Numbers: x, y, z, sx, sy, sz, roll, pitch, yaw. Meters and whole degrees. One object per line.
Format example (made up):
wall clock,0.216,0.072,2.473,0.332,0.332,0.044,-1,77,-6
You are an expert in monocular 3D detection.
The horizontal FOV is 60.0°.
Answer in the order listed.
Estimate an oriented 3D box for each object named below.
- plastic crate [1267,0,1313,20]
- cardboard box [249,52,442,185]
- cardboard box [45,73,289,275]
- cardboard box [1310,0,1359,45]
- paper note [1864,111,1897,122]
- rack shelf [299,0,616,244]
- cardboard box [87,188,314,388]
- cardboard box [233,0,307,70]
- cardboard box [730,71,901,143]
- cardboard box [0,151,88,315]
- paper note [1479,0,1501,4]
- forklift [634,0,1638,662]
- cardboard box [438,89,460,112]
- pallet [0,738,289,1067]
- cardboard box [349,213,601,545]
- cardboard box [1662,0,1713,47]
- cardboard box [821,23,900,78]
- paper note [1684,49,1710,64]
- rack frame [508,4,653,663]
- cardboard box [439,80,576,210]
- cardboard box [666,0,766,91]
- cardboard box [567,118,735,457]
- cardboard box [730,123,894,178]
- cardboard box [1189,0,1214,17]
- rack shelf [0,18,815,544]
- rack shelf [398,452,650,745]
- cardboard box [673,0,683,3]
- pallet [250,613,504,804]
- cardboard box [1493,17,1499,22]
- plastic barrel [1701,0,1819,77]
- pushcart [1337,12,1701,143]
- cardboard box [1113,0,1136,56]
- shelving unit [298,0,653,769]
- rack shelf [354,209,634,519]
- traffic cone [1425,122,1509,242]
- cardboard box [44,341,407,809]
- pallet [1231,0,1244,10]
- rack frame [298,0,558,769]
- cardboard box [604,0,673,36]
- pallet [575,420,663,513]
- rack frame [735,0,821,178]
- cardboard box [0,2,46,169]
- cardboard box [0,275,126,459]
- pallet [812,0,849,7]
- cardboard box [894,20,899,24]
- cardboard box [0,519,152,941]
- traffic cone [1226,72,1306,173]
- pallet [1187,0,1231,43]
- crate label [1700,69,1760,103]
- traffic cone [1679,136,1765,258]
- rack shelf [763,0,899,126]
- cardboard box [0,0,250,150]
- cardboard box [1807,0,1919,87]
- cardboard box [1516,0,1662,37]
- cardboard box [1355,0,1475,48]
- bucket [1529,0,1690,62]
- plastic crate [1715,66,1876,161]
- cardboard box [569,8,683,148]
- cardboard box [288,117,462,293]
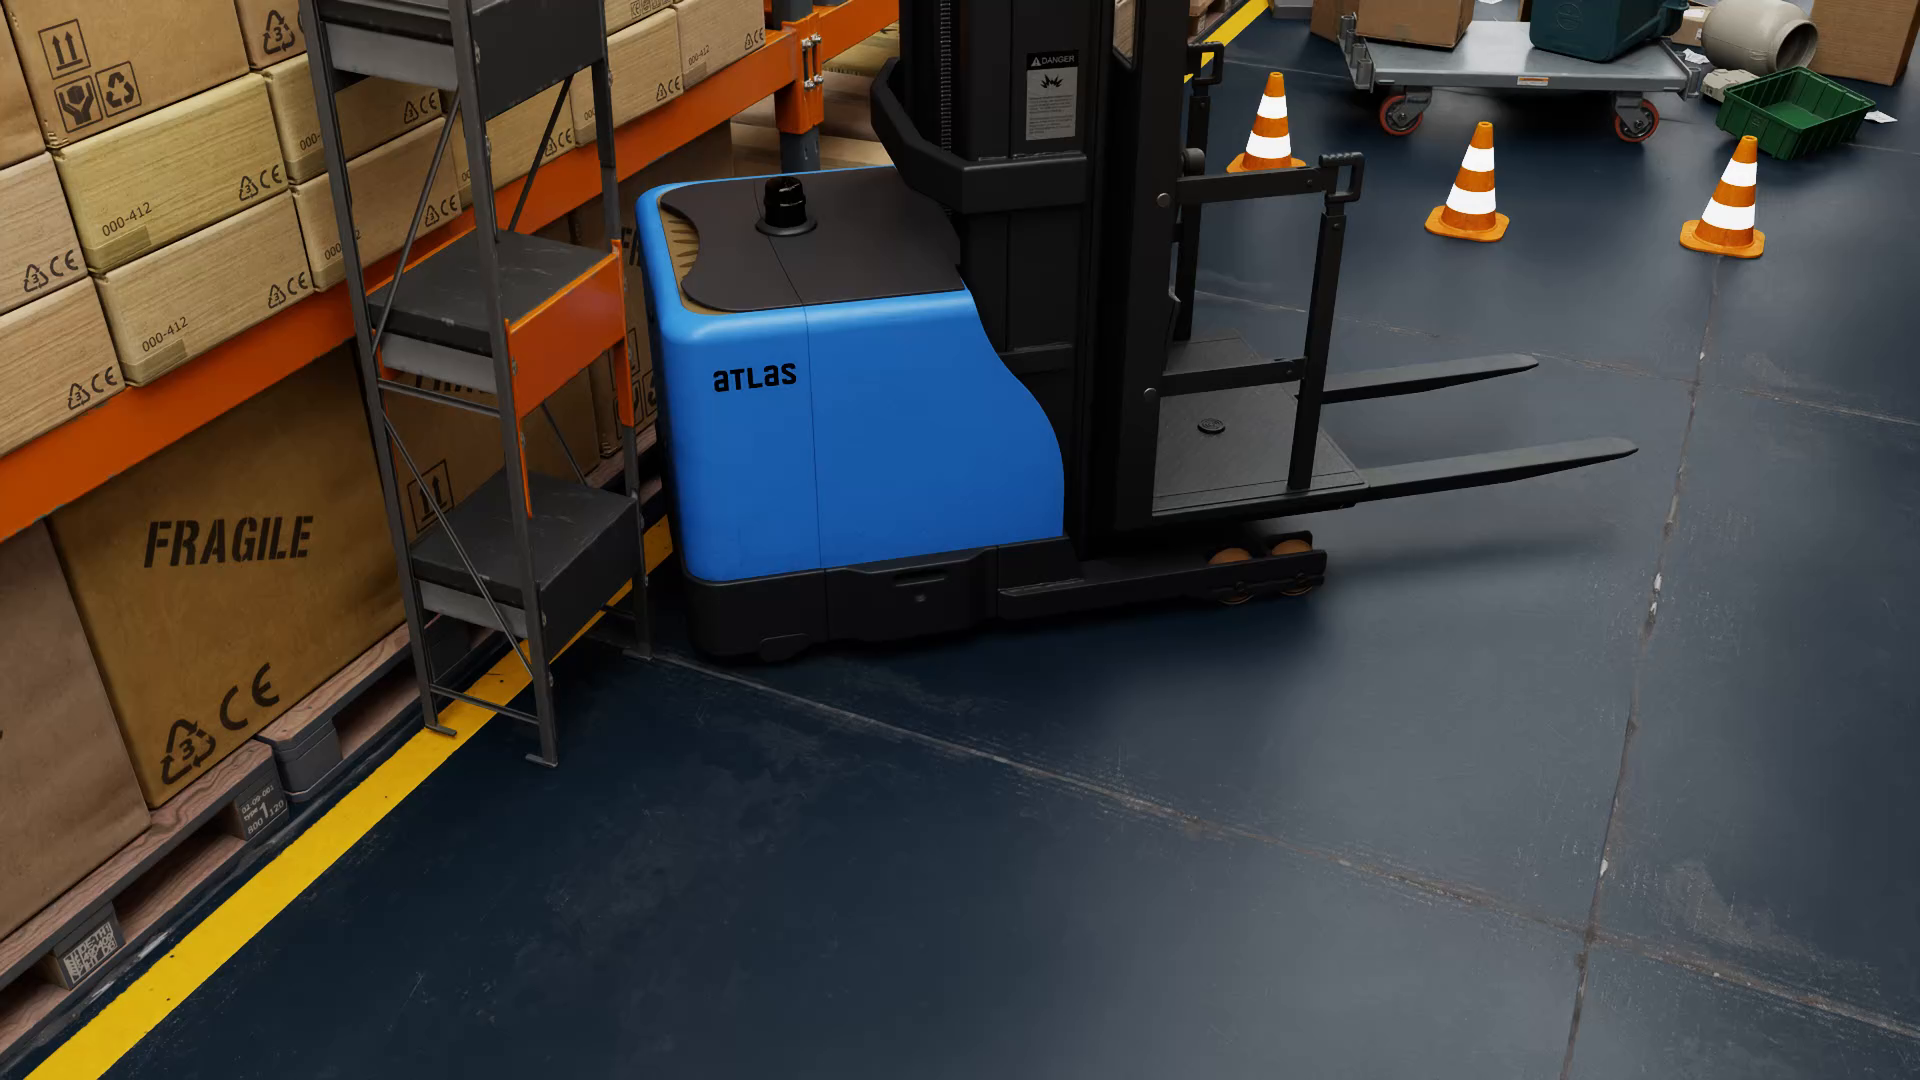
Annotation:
plastic crate,2.112,-3.338,10.269,0.402,0.080,0.583,3,33,4
cardboard box,-1.559,-1.046,3.790,0.500,0.250,0.500,13,35,19
cardboard box,-1.768,-0.793,3.405,0.500,0.250,0.500,15,36,21
cardboard box,2.395,-3.143,9.585,0.500,0.500,0.500,-15,36,-21
paper note,4.708,-2.182,8.549,0.147,0.020,0.142,-9,34,-13
rack shelf,-1.069,-1.011,3.607,0.431,0.518,0.480,14,36,16
cardboard box,-1.769,-0.587,3.546,0.500,0.250,0.500,14,36,20
cardboard box,-1.581,-1.362,3.589,0.500,0.500,0.500,14,36,20
cardboard box,-0.416,-1.699,7.118,0.950,0.372,0.625,13,36,20
cardboard box,-2.004,-0.548,3.031,0.500,0.250,0.500,15,36,21
paper note,3.305,-3.395,10.411,0.148,0.019,0.142,29,43,36
forklift,0.609,-1.307,4.571,3.031,2.935,1.130,-8,34,-11
cardboard box,-1.342,-1.304,4.185,0.500,0.250,0.500,13,36,19
pallet,-2.382,0.783,3.863,1.003,0.211,1.213,14,36,20
cardboard box,-1.704,-0.492,4.820,0.875,0.875,0.875,15,36,21
cardboard box,4.295,-3.016,9.607,0.396,0.266,0.258,21,39,28
cardboard box,-0.094,-2.075,7.693,0.950,0.372,0.625,15,36,22
paper note,4.155,-2.732,9.395,0.172,0.023,0.155,29,43,36
rack frame,-1.014,-0.569,4.184,0.400,2.100,0.015,14,36,16
cardboard box,-1.363,-1.094,4.320,0.500,0.250,0.500,14,36,20
cardboard box,-0.939,-1.599,5.090,0.500,0.250,0.500,13,35,19
cardboard box,-1.327,-0.936,5.496,0.875,0.875,0.875,14,36,20
cardboard box,-0.717,-1.329,6.555,0.950,0.372,0.625,12,35,17
cardboard box,1.203,-3.223,9.555,0.500,0.250,0.500,13,35,18
rack shelf,-1.800,-0.677,4.202,1.077,0.370,4.000,14,36,20
rack shelf,-1.135,0.144,4.396,0.431,0.518,0.480,14,36,16
cardboard box,-0.935,-1.820,4.971,0.500,0.250,0.500,14,36,20
pallet,-1.873,0.173,4.793,1.003,0.211,1.213,14,36,20
cardboard box,3.001,-2.736,9.180,0.258,0.266,0.396,-9,34,-13
plastic barrel,4.330,-2.720,9.012,0.421,0.421,0.512,-15,36,-21
pushcart,2.802,-2.371,8.522,1.648,0.377,0.936,3,33,4
cardboard box,0.493,-2.781,8.769,0.950,0.372,0.625,15,36,21
shelving unit,-1.102,-0.444,3.993,0.431,2.100,0.503,14,36,16
rack shelf,-1.102,-0.433,4.001,0.431,0.518,0.480,14,36,16
traffic cone,2.250,-1.592,7.256,0.336,0.463,0.334,14,36,20
cardboard box,-2.079,-0.047,4.141,0.875,0.875,0.875,15,36,22
pallet,1.469,-3.752,10.779,1.003,0.211,1.213,14,36,20
rack frame,-1.189,-0.319,3.803,0.400,2.100,0.015,14,36,16
cardboard box,-1.146,-1.564,4.581,0.500,0.250,0.500,13,36,19
pallet,-1.361,-0.432,5.716,1.003,0.211,1.213,14,36,20
rack frame,-0.963,-1.973,5.524,1.000,3.000,0.127,14,36,20
cardboard box,-2.003,-0.854,2.814,0.500,0.500,0.500,14,36,20
cardboard box,-1.997,-0.335,3.162,0.500,0.250,0.500,13,36,19
pallet,-0.761,-2.273,6.155,1.213,0.211,1.003,14,36,20
cardboard box,0.196,-2.422,8.221,0.950,0.372,0.625,16,37,23
cardboard box,-2.450,0.404,3.452,0.875,0.875,0.875,15,36,22
traffic cone,1.463,-1.966,7.826,0.336,0.463,0.334,14,36,20
pallet,0.960,-3.142,9.849,1.003,0.211,1.213,14,36,20
crate label,4.073,-2.384,8.761,0.298,0.136,0.250,-9,34,-13
traffic cone,3.316,-1.498,7.113,0.336,0.463,0.334,14,36,20
rack shelf,-0.126,-2.669,7.241,1.077,0.370,4.000,14,36,20
cardboard box,-1.791,-1.103,3.194,0.500,0.500,0.500,13,36,19
cardboard box,4.966,-2.845,9.130,0.500,0.500,0.500,21,39,28
cardboard box,3.565,-3.047,9.315,0.797,0.637,0.503,14,36,20
cardboard box,2.340,-2.844,8.440,0.500,0.500,0.500,14,36,20
bucket,3.212,-2.744,8.298,0.726,0.611,0.620,29,53,36
plastic crate,4.132,-2.116,8.253,0.662,0.188,0.450,-21,49,-29
cardboard box,-1.138,-1.341,4.697,0.500,0.250,0.500,15,36,21
cardboard box,-1.551,-0.834,3.923,0.500,0.250,0.500,14,36,20
